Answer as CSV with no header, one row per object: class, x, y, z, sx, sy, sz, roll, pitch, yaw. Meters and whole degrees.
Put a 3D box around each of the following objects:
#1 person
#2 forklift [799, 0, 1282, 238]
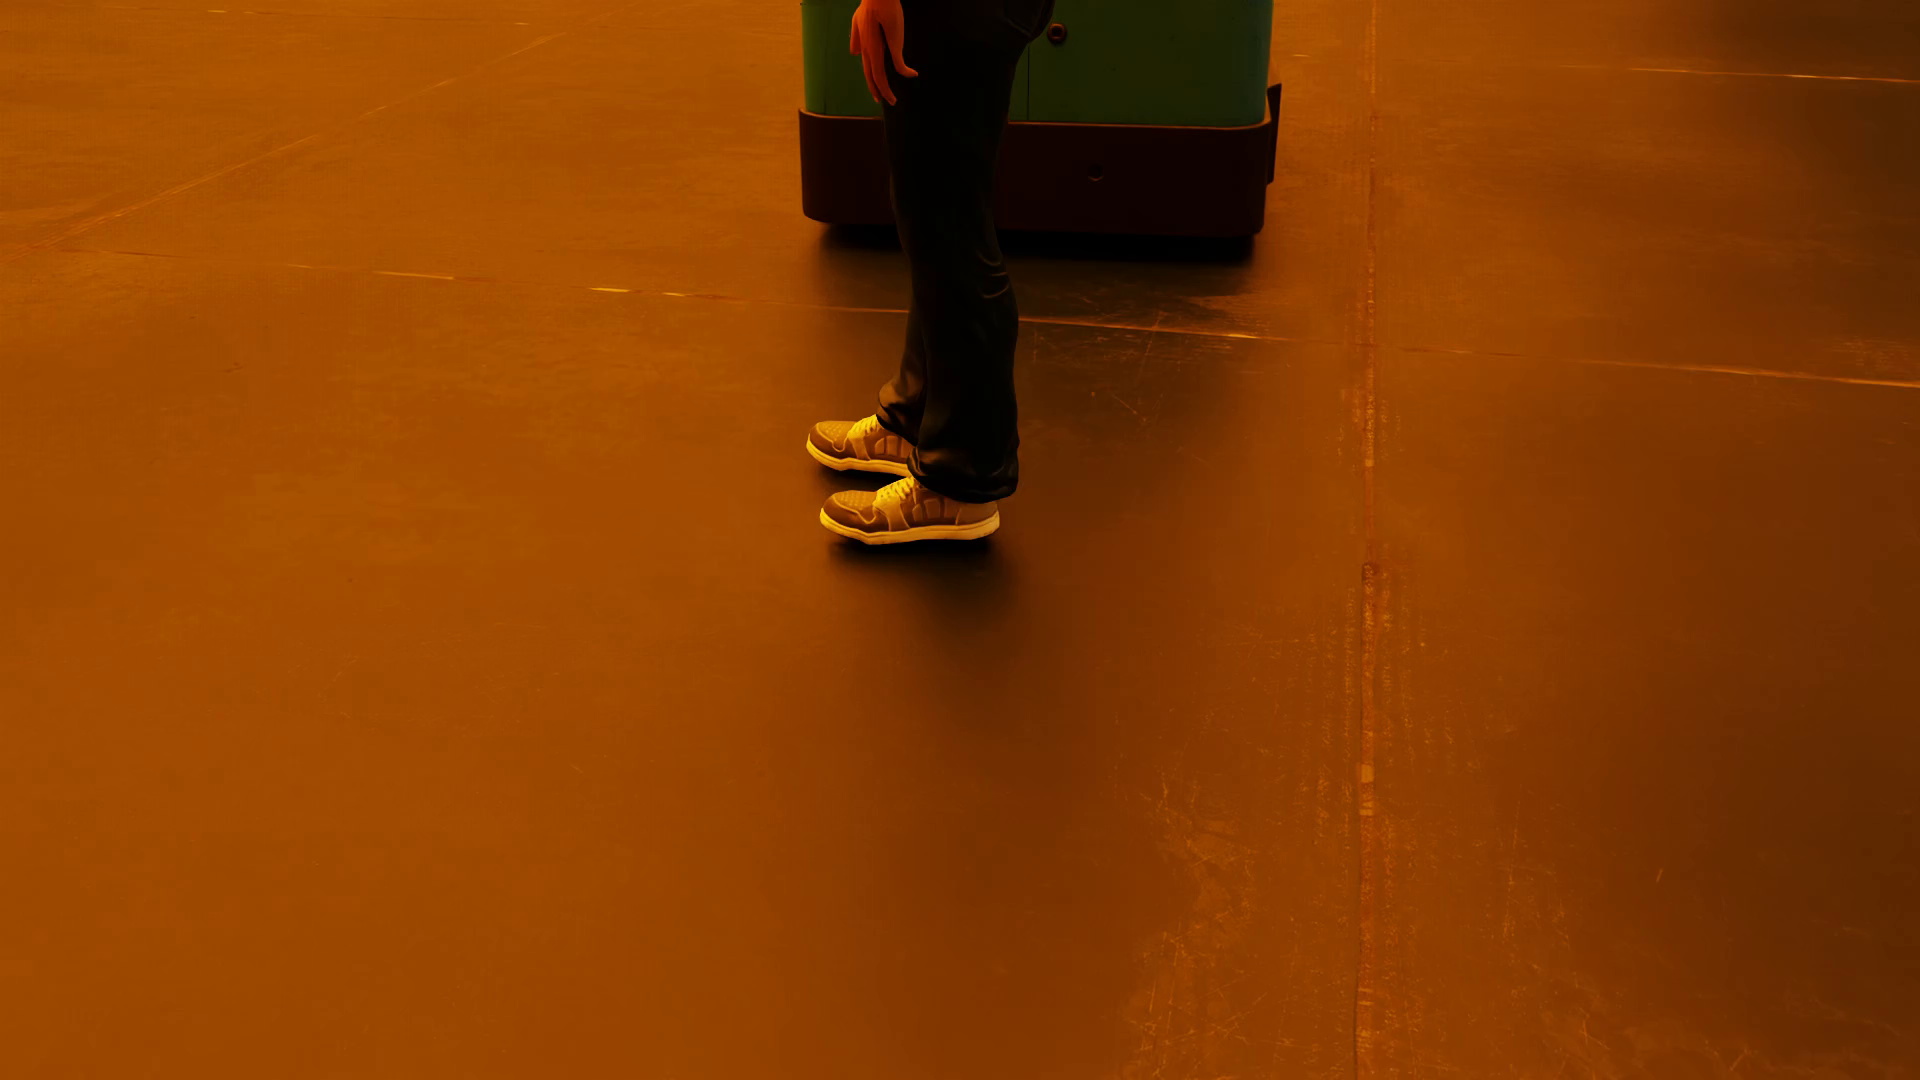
person,-0.069,-0.727,2.167,0.476,1.582,0.520,6,27,11
forklift,0.338,-2.609,4.417,1.130,2.935,3.031,3,27,6
